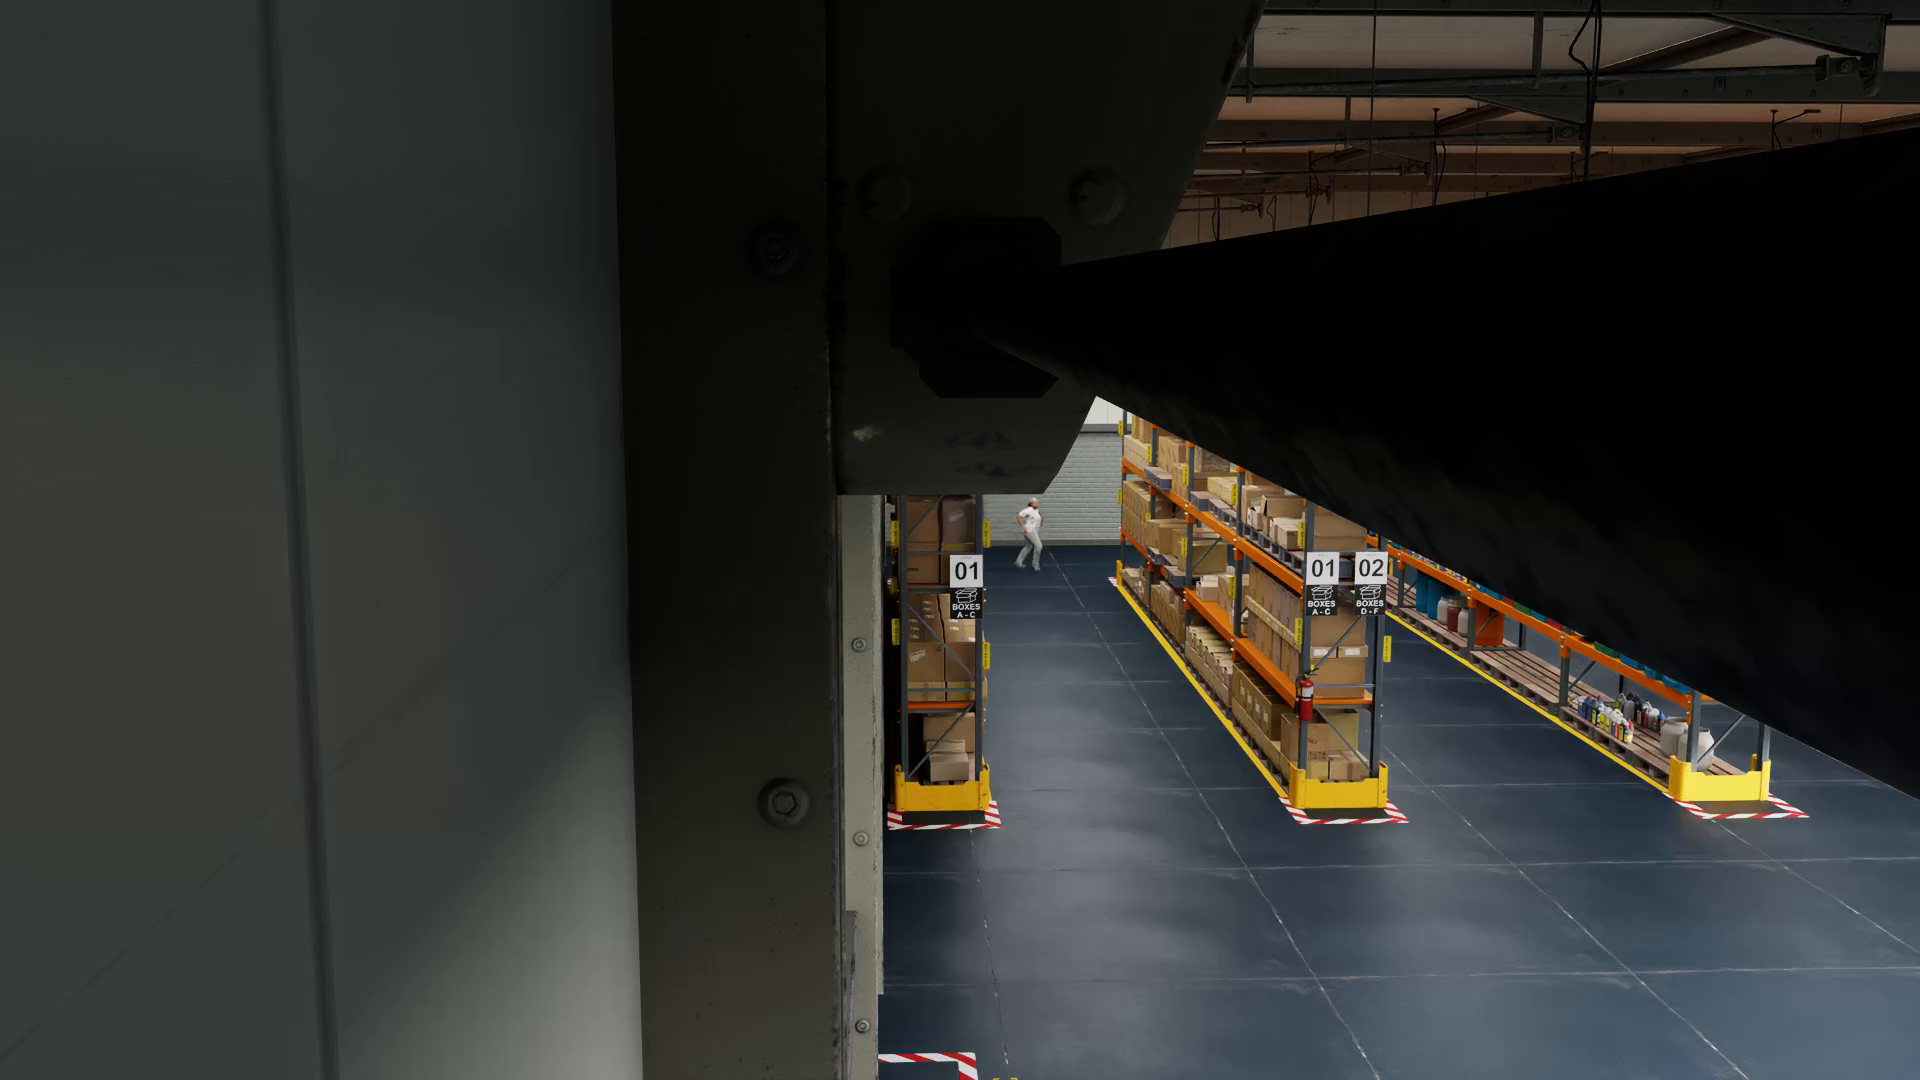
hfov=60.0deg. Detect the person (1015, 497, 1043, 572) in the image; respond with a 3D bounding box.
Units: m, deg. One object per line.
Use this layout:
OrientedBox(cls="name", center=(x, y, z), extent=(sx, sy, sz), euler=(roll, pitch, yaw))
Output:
OrientedBox(cls="person", center=(1.614, -0.139, 38.368), extent=(0.709, 1.697, 0.607), euler=(3, 9, 19))
